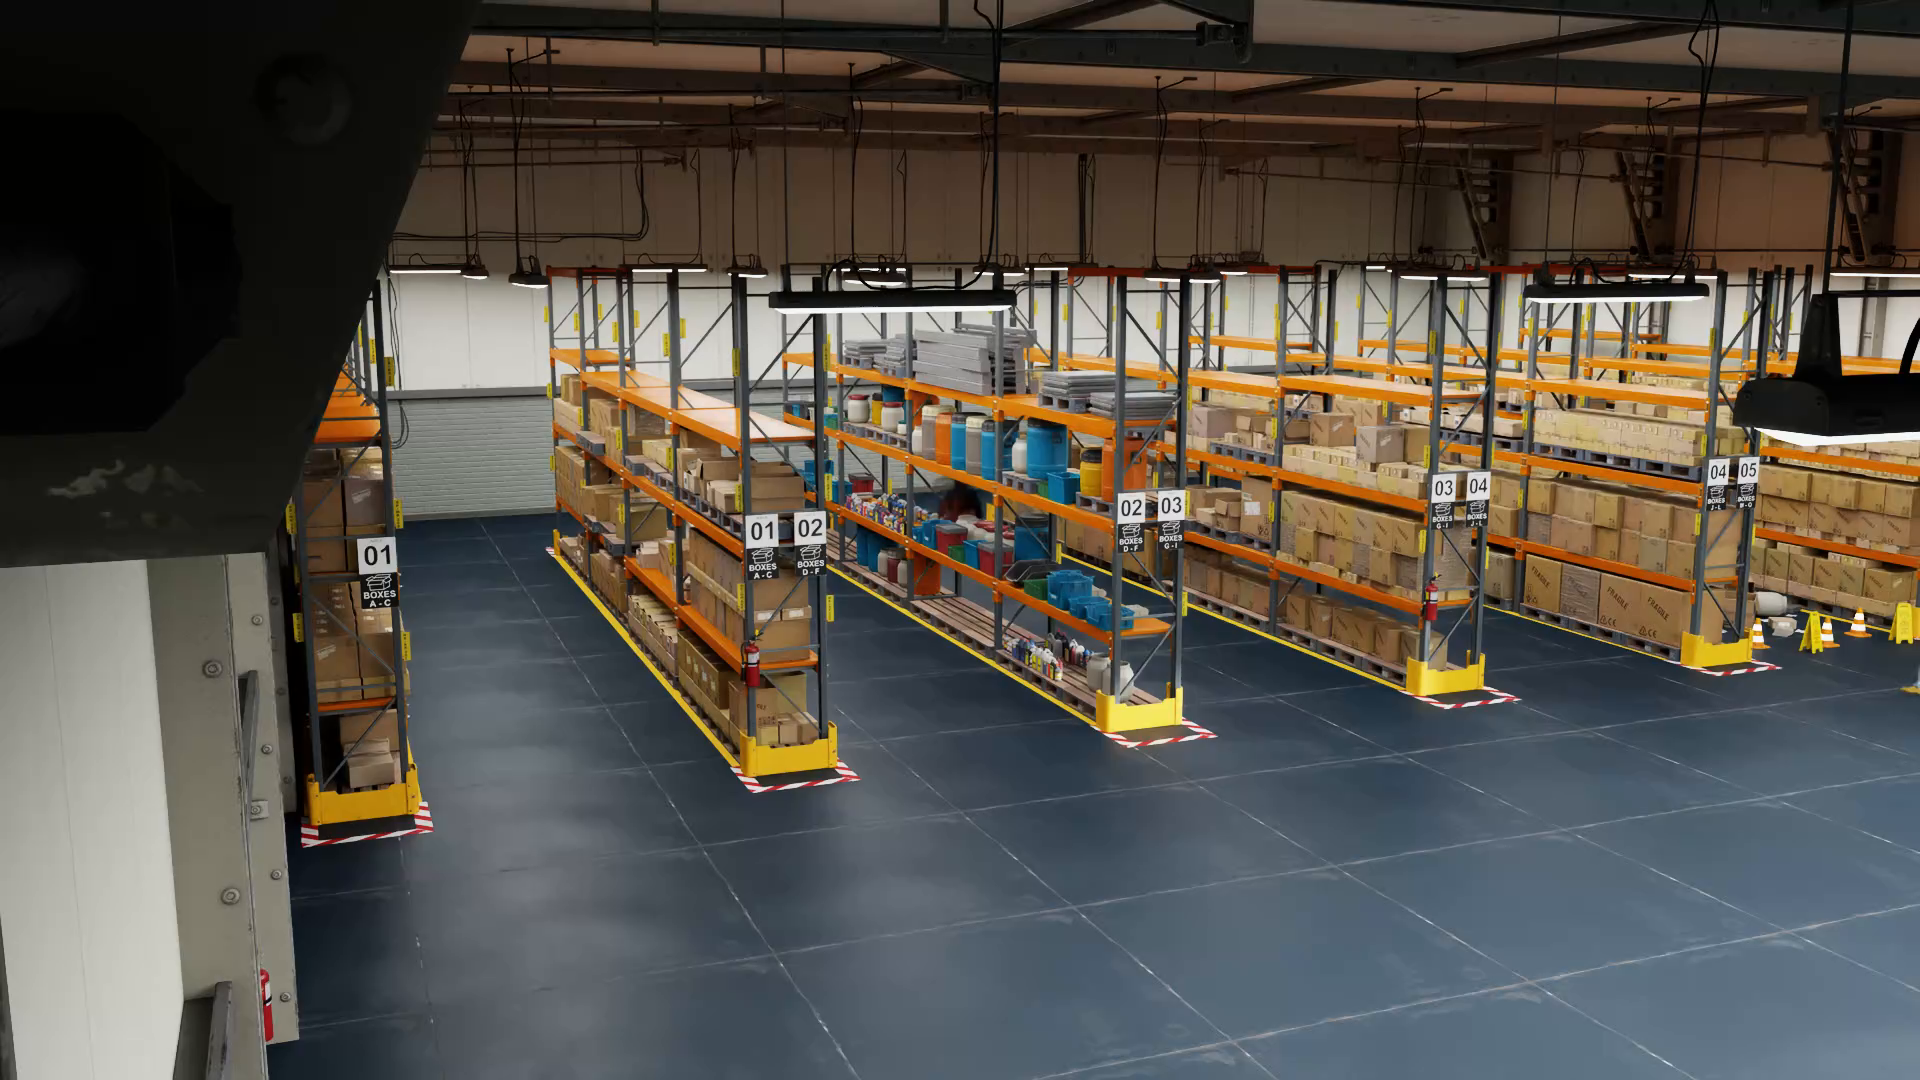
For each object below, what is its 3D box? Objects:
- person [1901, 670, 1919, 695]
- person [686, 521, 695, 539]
[{"bbox_3d":[14.004,1.380,23.677,0.796,1.740,0.704,-8,13,-38],"label":"person"},{"bbox_3d":[-4.977,-0.068,31.161,0.760,1.550,0.985,-4,11,-22],"label":"person"}]
